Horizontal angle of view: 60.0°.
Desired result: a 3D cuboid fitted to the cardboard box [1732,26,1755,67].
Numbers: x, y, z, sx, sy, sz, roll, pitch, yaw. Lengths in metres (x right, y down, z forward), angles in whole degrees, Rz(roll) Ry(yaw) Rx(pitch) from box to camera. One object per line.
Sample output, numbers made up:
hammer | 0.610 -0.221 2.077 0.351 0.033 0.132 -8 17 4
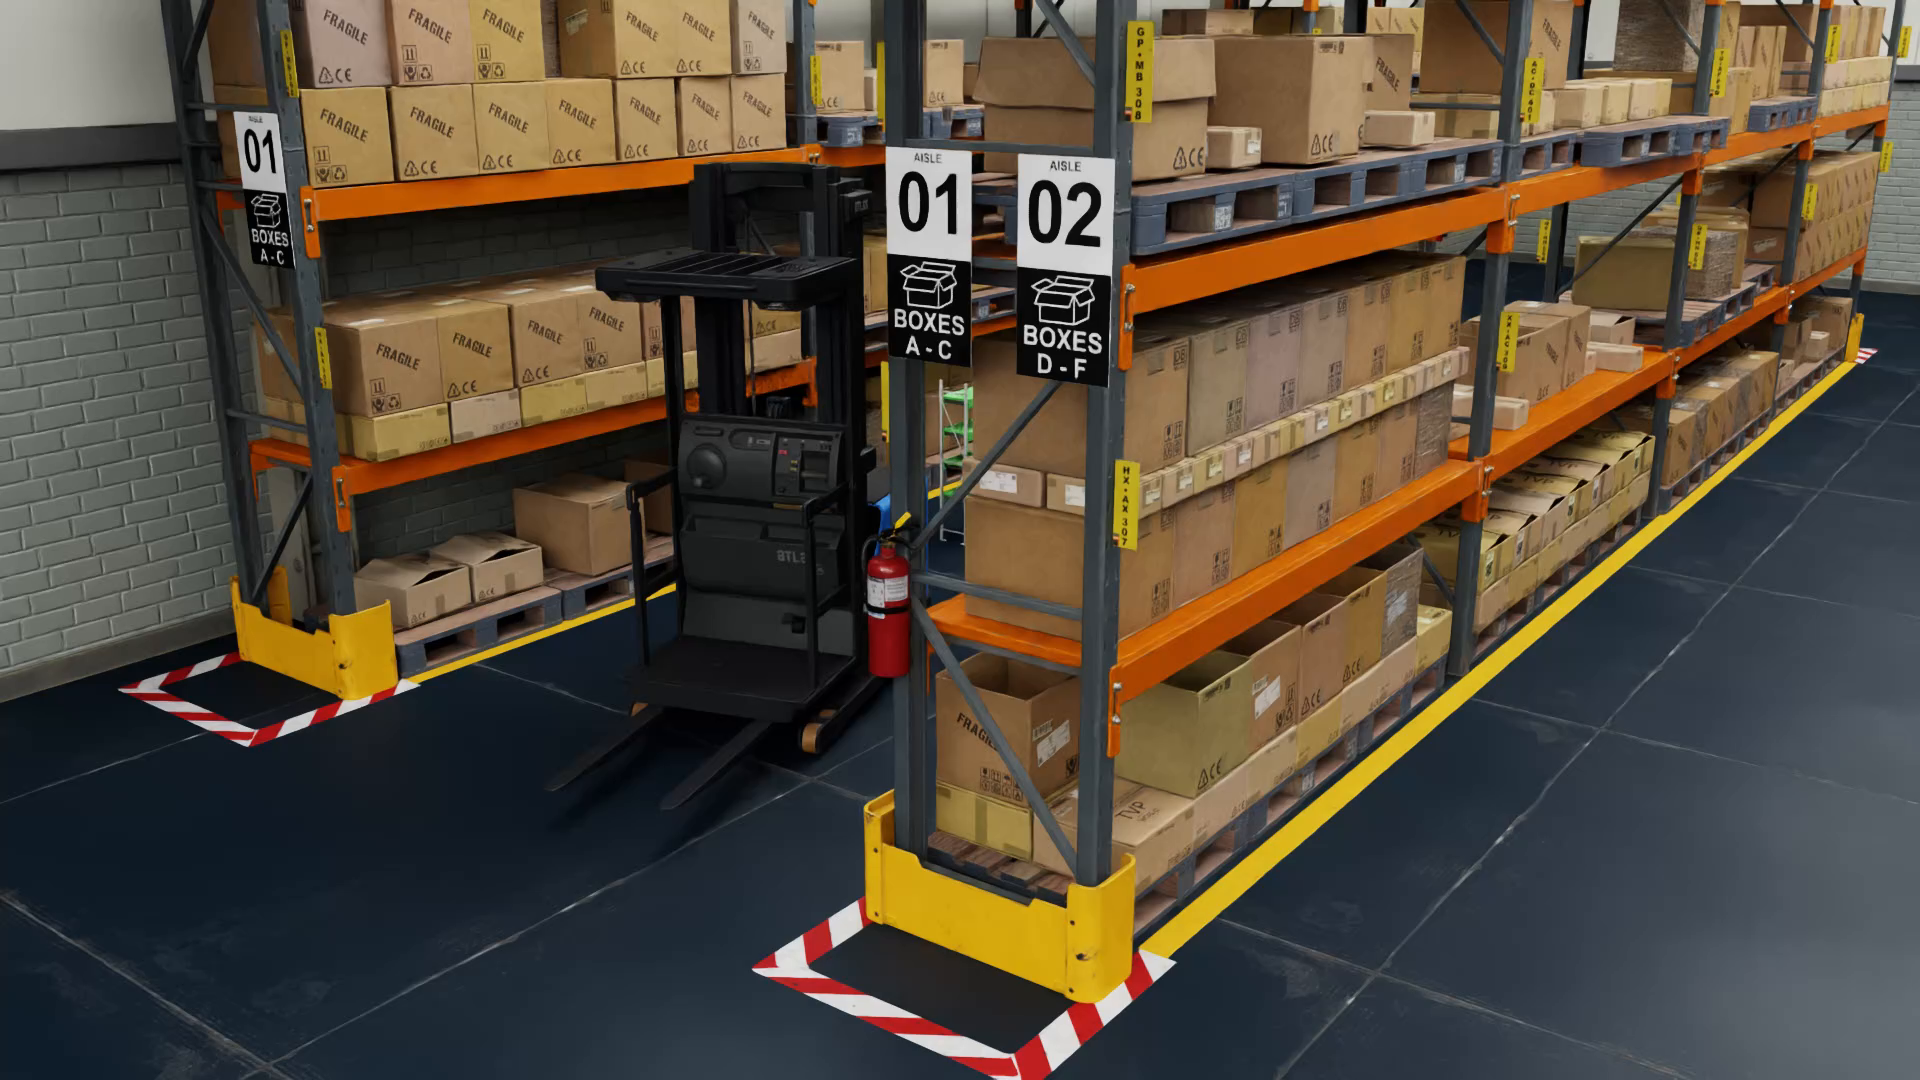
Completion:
cardboard box | 6.156 -3.937 13.760 0.600 0.600 0.600 11 21 33

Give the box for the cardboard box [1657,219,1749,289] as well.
cardboard box | 6.305 -2.450 14.198 0.700 0.500 0.500 7 19 21

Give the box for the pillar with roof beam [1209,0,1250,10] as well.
pillar with roof beam | 6.507 -5.932 16.171 9.100 9.000 0.400 12 21 35

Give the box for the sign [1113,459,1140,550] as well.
sign | 0.600 -0.127 6.001 0.100 0.325 0.005 12 21 35

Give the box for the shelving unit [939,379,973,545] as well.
shelving unit | 0.099 -0.612 12.193 0.258 1.200 0.503 12 21 35

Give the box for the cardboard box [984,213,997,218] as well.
cardboard box | 0.361 -2.561 14.523 0.700 0.500 0.500 10 20 30

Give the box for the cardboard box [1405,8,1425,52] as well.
cardboard box | 5.187 -6.088 19.844 0.500 0.500 0.500 13 22 36

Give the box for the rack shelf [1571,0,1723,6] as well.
rack shelf | 3.733 -3.535 10.340 1.077 0.370 4.000 12 21 35

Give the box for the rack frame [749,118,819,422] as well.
rack frame | -1.439 -1.602 12.346 1.000 3.000 0.127 12 21 35

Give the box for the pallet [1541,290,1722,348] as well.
pallet | 5.272 -1.763 13.186 1.213 0.211 1.003 12 21 35

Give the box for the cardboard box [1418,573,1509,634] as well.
cardboard box | 2.981 0.332 10.044 0.500 0.250 0.500 12 21 33

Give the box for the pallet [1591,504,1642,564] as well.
pallet | 4.403 -0.160 12.402 1.003 0.211 1.213 12 21 35

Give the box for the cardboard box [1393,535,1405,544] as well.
cardboard box | 2.552 -0.030 10.266 0.500 0.311 0.500 12 21 35

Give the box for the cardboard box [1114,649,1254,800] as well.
cardboard box | 0.952 0.771 7.366 0.500 0.500 0.500 12 21 35

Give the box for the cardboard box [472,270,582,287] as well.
cardboard box | -2.800 -1.457 10.834 0.500 0.500 0.500 13 21 35

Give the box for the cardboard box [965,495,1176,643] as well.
cardboard box | 0.446 0.068 6.798 0.700 0.500 0.500 12 21 35

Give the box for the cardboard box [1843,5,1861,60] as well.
cardboard box | 8.272 -4.928 16.142 0.700 0.500 0.500 12 21 35

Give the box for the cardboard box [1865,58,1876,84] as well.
cardboard box | 8.991 -4.781 16.933 0.500 0.250 0.500 12 21 35

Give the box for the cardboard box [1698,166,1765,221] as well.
cardboard box | 7.401 -3.325 16.038 0.500 0.500 0.500 13 21 35

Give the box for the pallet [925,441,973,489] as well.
pallet | -0.250 -0.748 14.297 1.003 0.211 1.213 12 21 35

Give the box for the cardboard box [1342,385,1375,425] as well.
cardboard box | 1.794 -0.681 8.115 0.380 0.149 0.250 13 22 36

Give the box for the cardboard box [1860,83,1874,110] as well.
cardboard box | 9.003 -4.539 16.999 0.500 0.250 0.500 12 21 35

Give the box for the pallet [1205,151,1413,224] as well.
pallet | 1.326 -1.621 7.497 1.003 0.211 1.213 12 21 35

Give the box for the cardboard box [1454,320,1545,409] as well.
cardboard box | 3.326 -1.081 10.499 0.500 0.500 0.500 14 22 39

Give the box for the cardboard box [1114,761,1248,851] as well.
cardboard box | 0.951 1.129 7.478 0.500 0.250 0.500 12 21 35

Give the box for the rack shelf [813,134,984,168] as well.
rack shelf | -0.248 -3.168 13.542 1.077 0.370 4.000 12 21 35

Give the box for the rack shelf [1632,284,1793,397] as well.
rack shelf | 6.116 -1.813 14.238 1.077 0.370 4.000 12 21 35

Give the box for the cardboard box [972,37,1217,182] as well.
cardboard box | 0.504 -1.661 6.357 0.797 0.503 0.637 14 22 38

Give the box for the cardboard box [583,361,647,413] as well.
cardboard box | -2.368 -1.014 10.671 0.500 0.250 0.500 13 21 35

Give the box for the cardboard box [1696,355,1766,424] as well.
cardboard box | 6.943 -1.365 15.055 0.500 0.500 0.500 13 21 35

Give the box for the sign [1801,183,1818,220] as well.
sign | 7.756 -3.089 15.181 0.100 0.325 0.005 12 21 35

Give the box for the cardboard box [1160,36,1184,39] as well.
cardboard box | 1.801 -4.636 16.147 0.700 0.500 0.500 14 22 37

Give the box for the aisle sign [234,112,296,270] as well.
aisle sign | -3.625 -1.821 8.666 0.394 0.787 0.004 12 21 35

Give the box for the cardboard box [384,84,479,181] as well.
cardboard box | -3.074 -2.297 9.321 0.500 0.500 0.500 14 22 38

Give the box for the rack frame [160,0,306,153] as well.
rack frame | -3.823 -3.515 8.388 1.000 3.000 0.127 12 21 35

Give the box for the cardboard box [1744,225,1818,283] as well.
cardboard box | 7.830 -2.754 15.887 0.500 0.500 0.500 13 22 36

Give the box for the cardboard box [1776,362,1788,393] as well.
cardboard box | 7.732 -1.621 16.198 0.500 0.311 0.500 12 21 35

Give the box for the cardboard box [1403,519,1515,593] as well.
cardboard box | 2.988 0.062 9.967 0.500 0.311 0.500 13 21 35

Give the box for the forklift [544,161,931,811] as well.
forklift | -1.136 -0.419 8.652 1.130 2.935 3.031 6 18 18

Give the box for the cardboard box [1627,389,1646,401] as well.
cardboard box | 5.324 -1.333 13.688 0.500 0.250 0.500 13 22 37

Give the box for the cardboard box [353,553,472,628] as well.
cardboard box | -3.338 0.275 10.091 0.500 0.311 0.500 10 20 29

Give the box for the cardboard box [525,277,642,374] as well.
cardboard box | -2.383 -1.369 10.550 0.500 0.500 0.500 13 22 36

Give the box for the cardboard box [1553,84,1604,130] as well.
cardboard box | 3.730 -2.734 10.477 0.500 0.250 0.500 10 20 30

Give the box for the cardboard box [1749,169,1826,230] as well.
cardboard box | 7.815 -3.221 15.704 0.500 0.500 0.500 13 22 36

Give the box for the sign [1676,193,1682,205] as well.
sign | 6.868 -3.141 15.840 0.100 0.325 0.005 12 21 35

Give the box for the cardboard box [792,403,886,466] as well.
cardboard box | -1.014 -0.797 13.225 0.700 0.500 0.500 13 22 37

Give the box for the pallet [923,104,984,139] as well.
pallet | -0.370 -3.321 13.139 1.213 0.211 1.003 12 21 35

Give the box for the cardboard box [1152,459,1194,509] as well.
cardboard box | 0.720 -0.251 6.733 0.380 0.149 0.250 12 21 33

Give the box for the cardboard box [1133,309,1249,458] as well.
cardboard box | 0.787 -0.690 7.053 0.700 0.500 0.500 12 21 33

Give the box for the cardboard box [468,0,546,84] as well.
cardboard box | -2.762 -2.900 9.580 0.500 0.500 0.500 13 22 36
